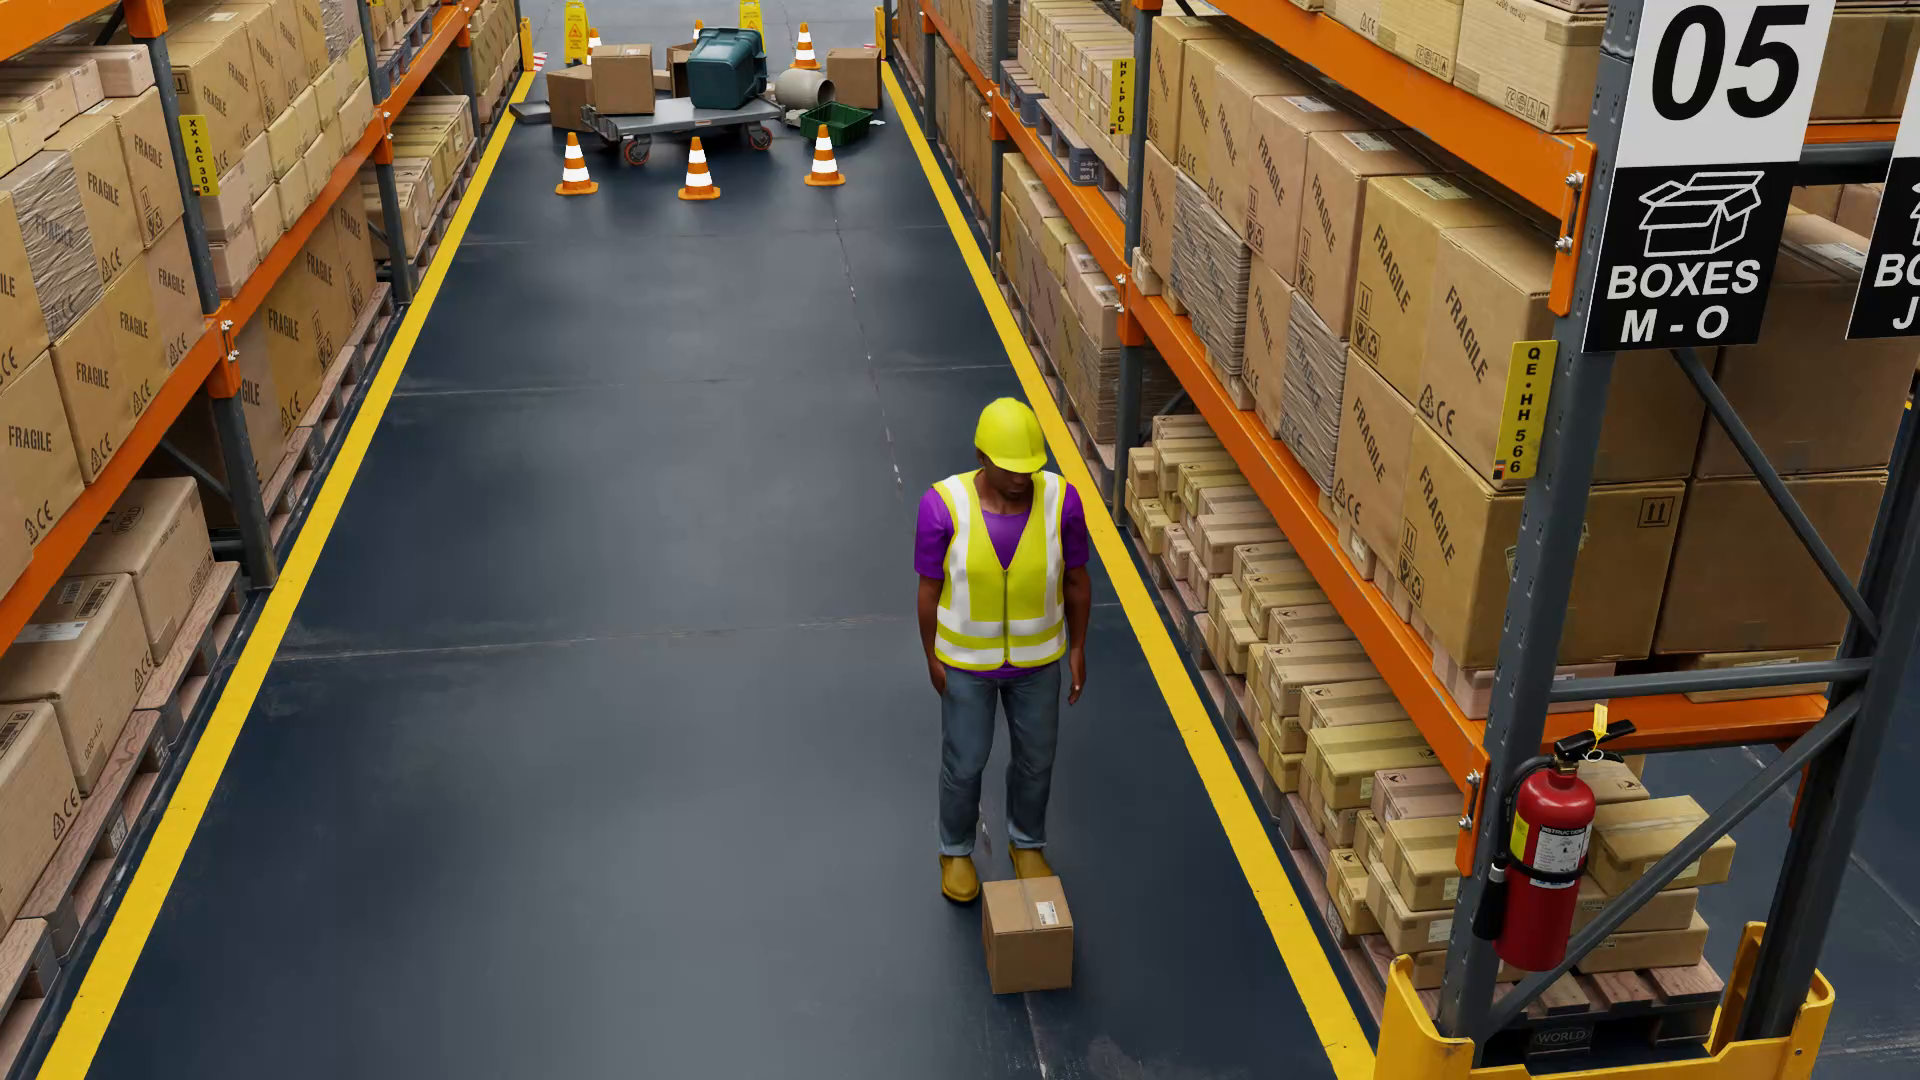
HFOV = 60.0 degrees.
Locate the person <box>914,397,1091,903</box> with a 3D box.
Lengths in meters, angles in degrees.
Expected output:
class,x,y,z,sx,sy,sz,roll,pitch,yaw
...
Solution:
class,x,y,z,sx,sy,sz,roll,pitch,yaw
person,0.143,0.366,5.379,0.566,1.760,0.366,-4,27,-8
